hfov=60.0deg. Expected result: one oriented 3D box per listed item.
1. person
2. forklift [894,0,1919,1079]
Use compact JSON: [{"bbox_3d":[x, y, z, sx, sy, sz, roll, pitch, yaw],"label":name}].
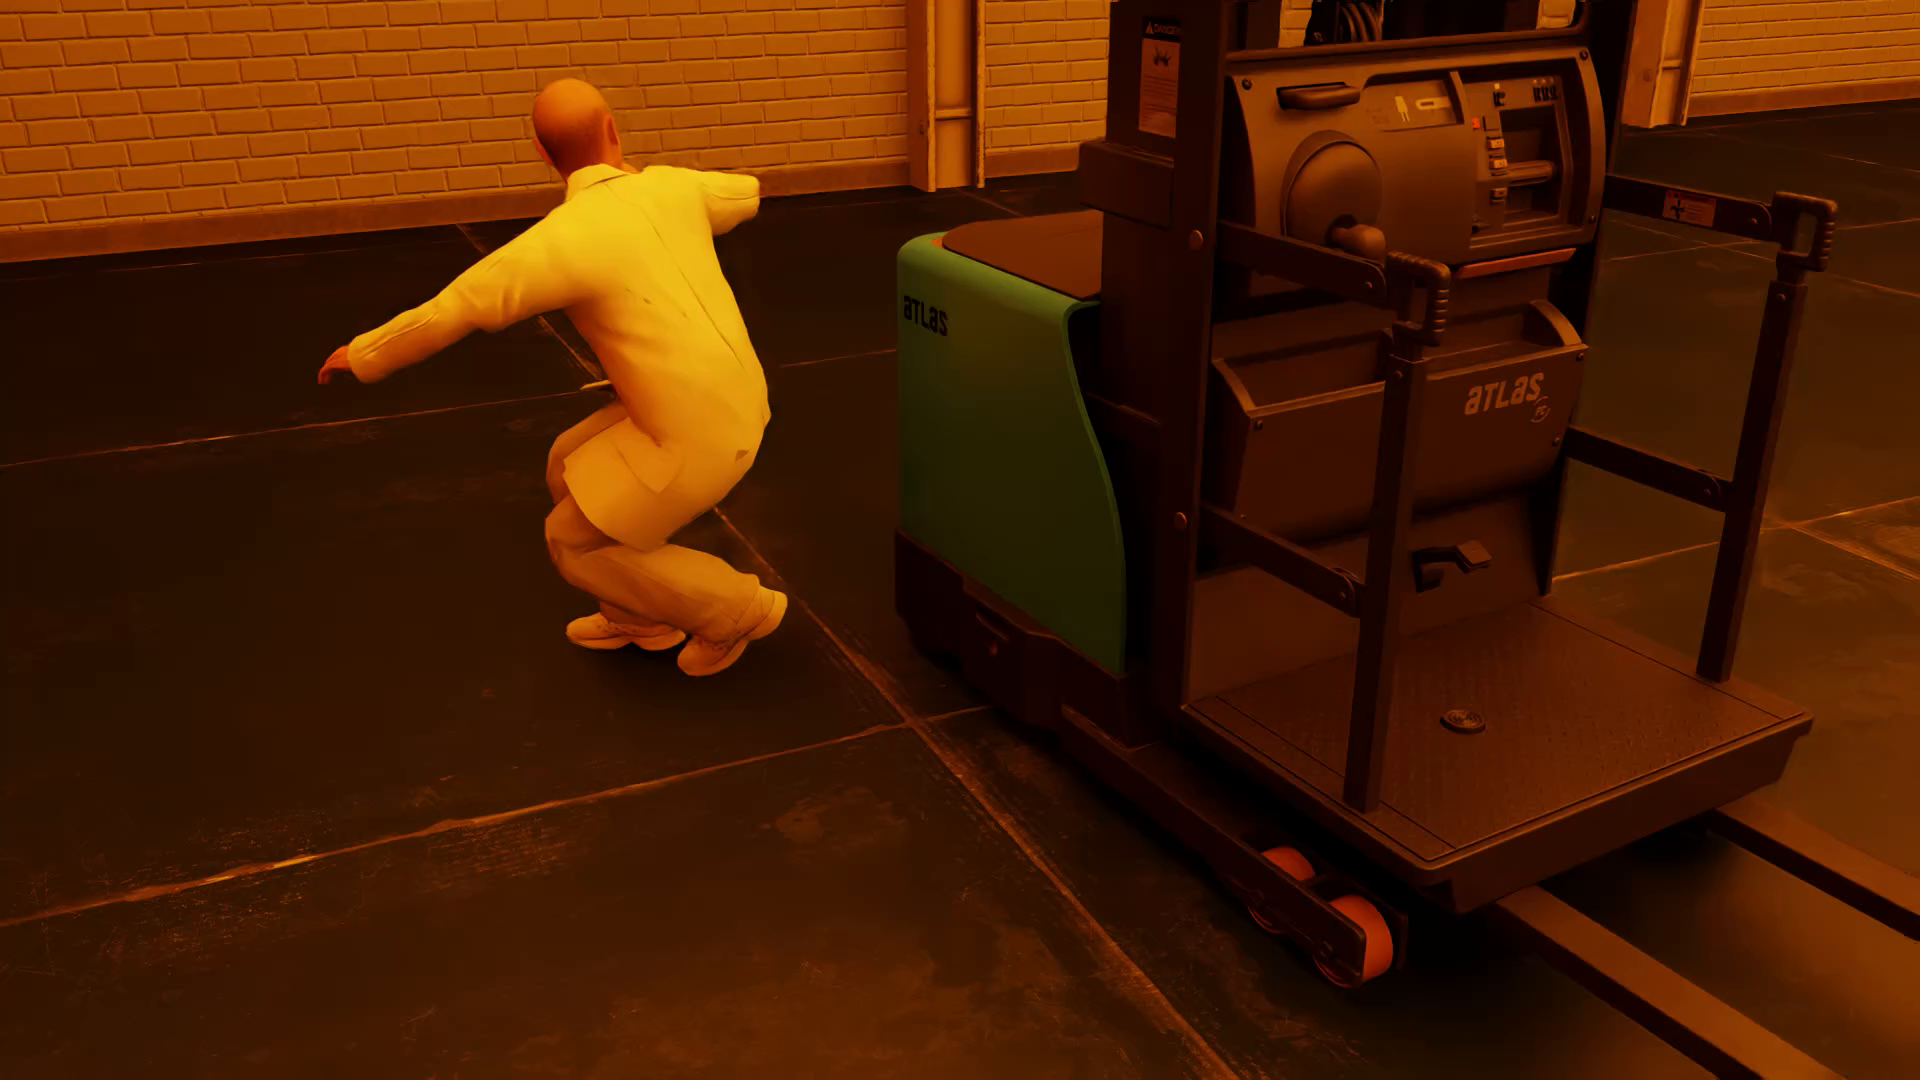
[{"bbox_3d":[-0.938,-0.351,4.090,1.074,1.452,0.829,5,23,11],"label":"person"},{"bbox_3d":[1.013,-0.724,3.029,1.130,2.935,3.031,-13,26,-28],"label":"forklift"}]
